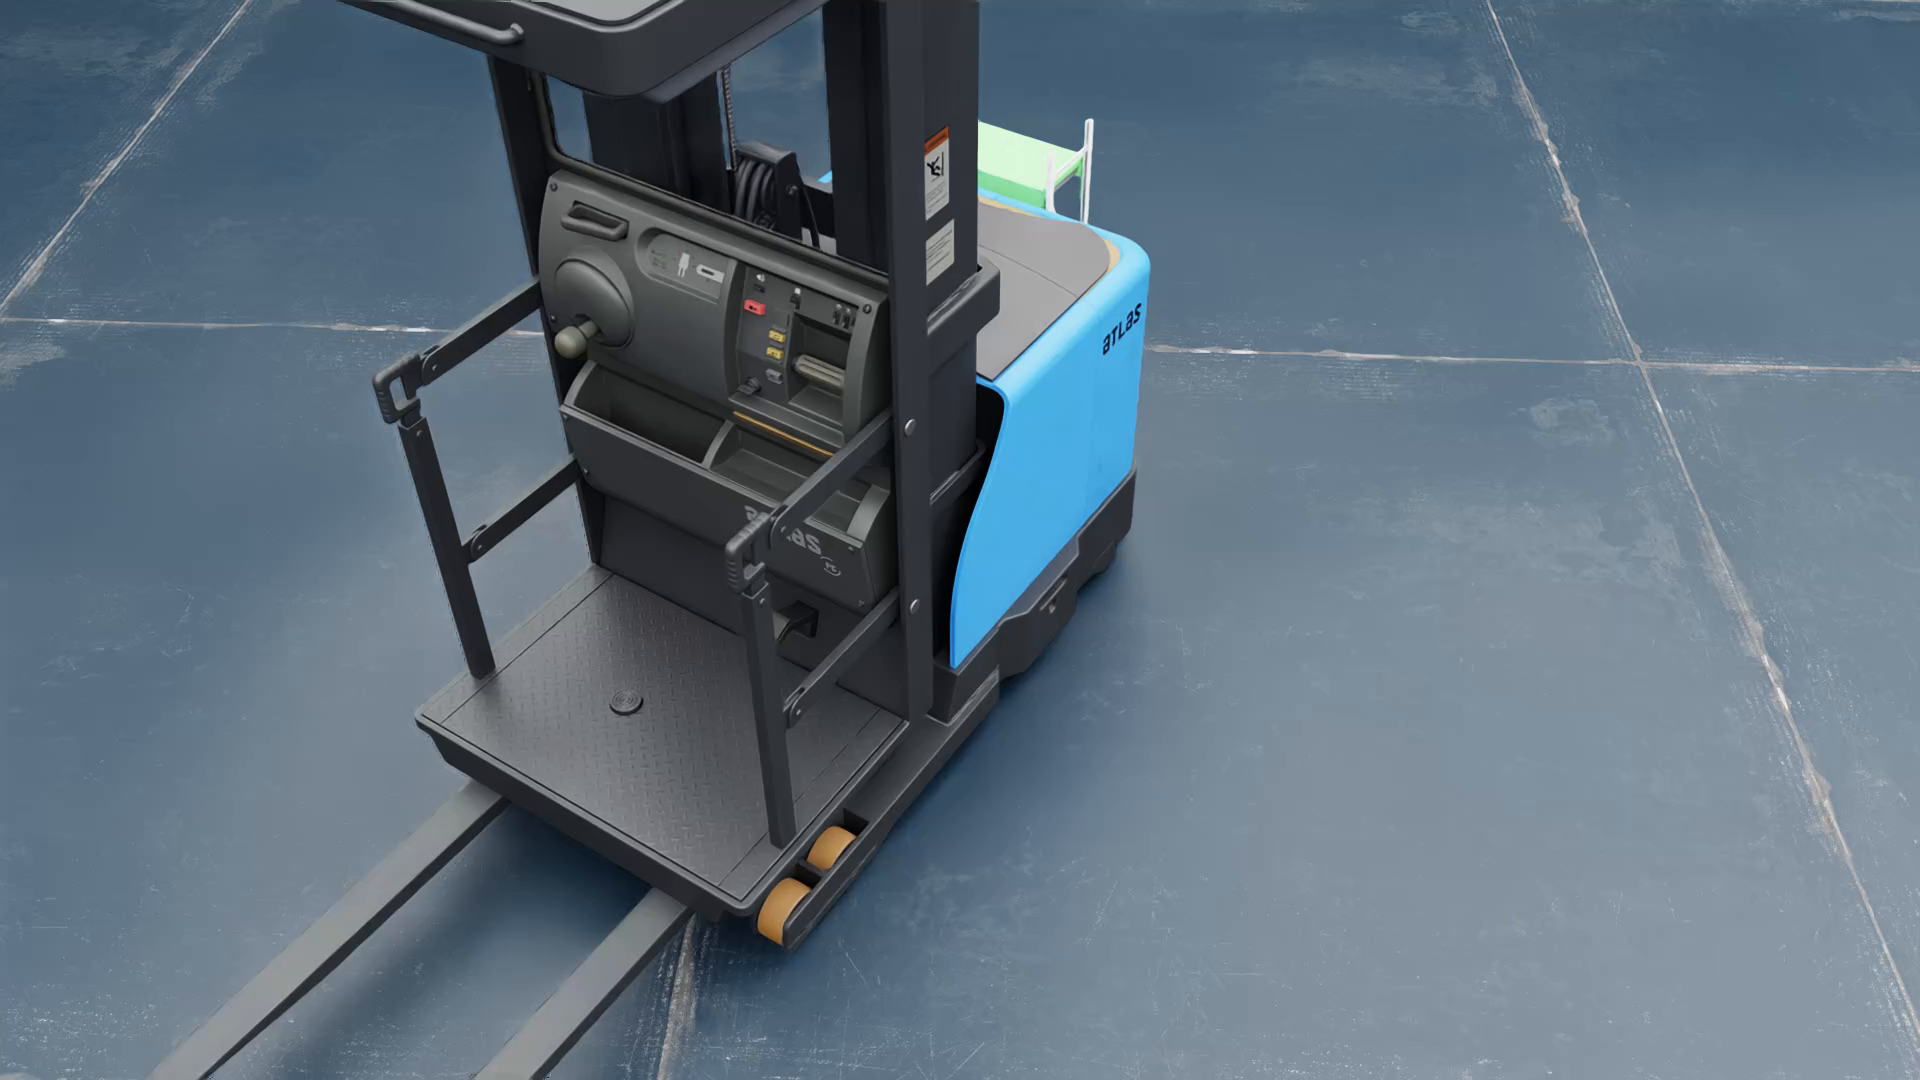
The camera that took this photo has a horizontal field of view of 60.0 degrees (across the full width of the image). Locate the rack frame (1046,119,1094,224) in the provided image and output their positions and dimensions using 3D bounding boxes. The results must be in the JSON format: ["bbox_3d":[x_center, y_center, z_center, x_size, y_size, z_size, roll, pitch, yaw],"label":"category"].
[{"bbox_3d":[0.314,-0.705,5.126,0.015,1.200,0.240,24,48,23],"label":"rack frame"}]

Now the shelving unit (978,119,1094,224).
[{"bbox_3d":[0.109,-0.794,5.222,0.503,1.200,0.258,24,48,23],"label":"shelving unit"}]

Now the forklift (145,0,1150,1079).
[{"bbox_3d":[-0.689,-0.432,3.564,1.130,2.935,3.031,24,48,24],"label":"forklift"}]

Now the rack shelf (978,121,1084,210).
[{"bbox_3d":[0.109,-1.099,4.939,0.480,0.148,0.258,24,48,23],"label":"rack shelf"}]
